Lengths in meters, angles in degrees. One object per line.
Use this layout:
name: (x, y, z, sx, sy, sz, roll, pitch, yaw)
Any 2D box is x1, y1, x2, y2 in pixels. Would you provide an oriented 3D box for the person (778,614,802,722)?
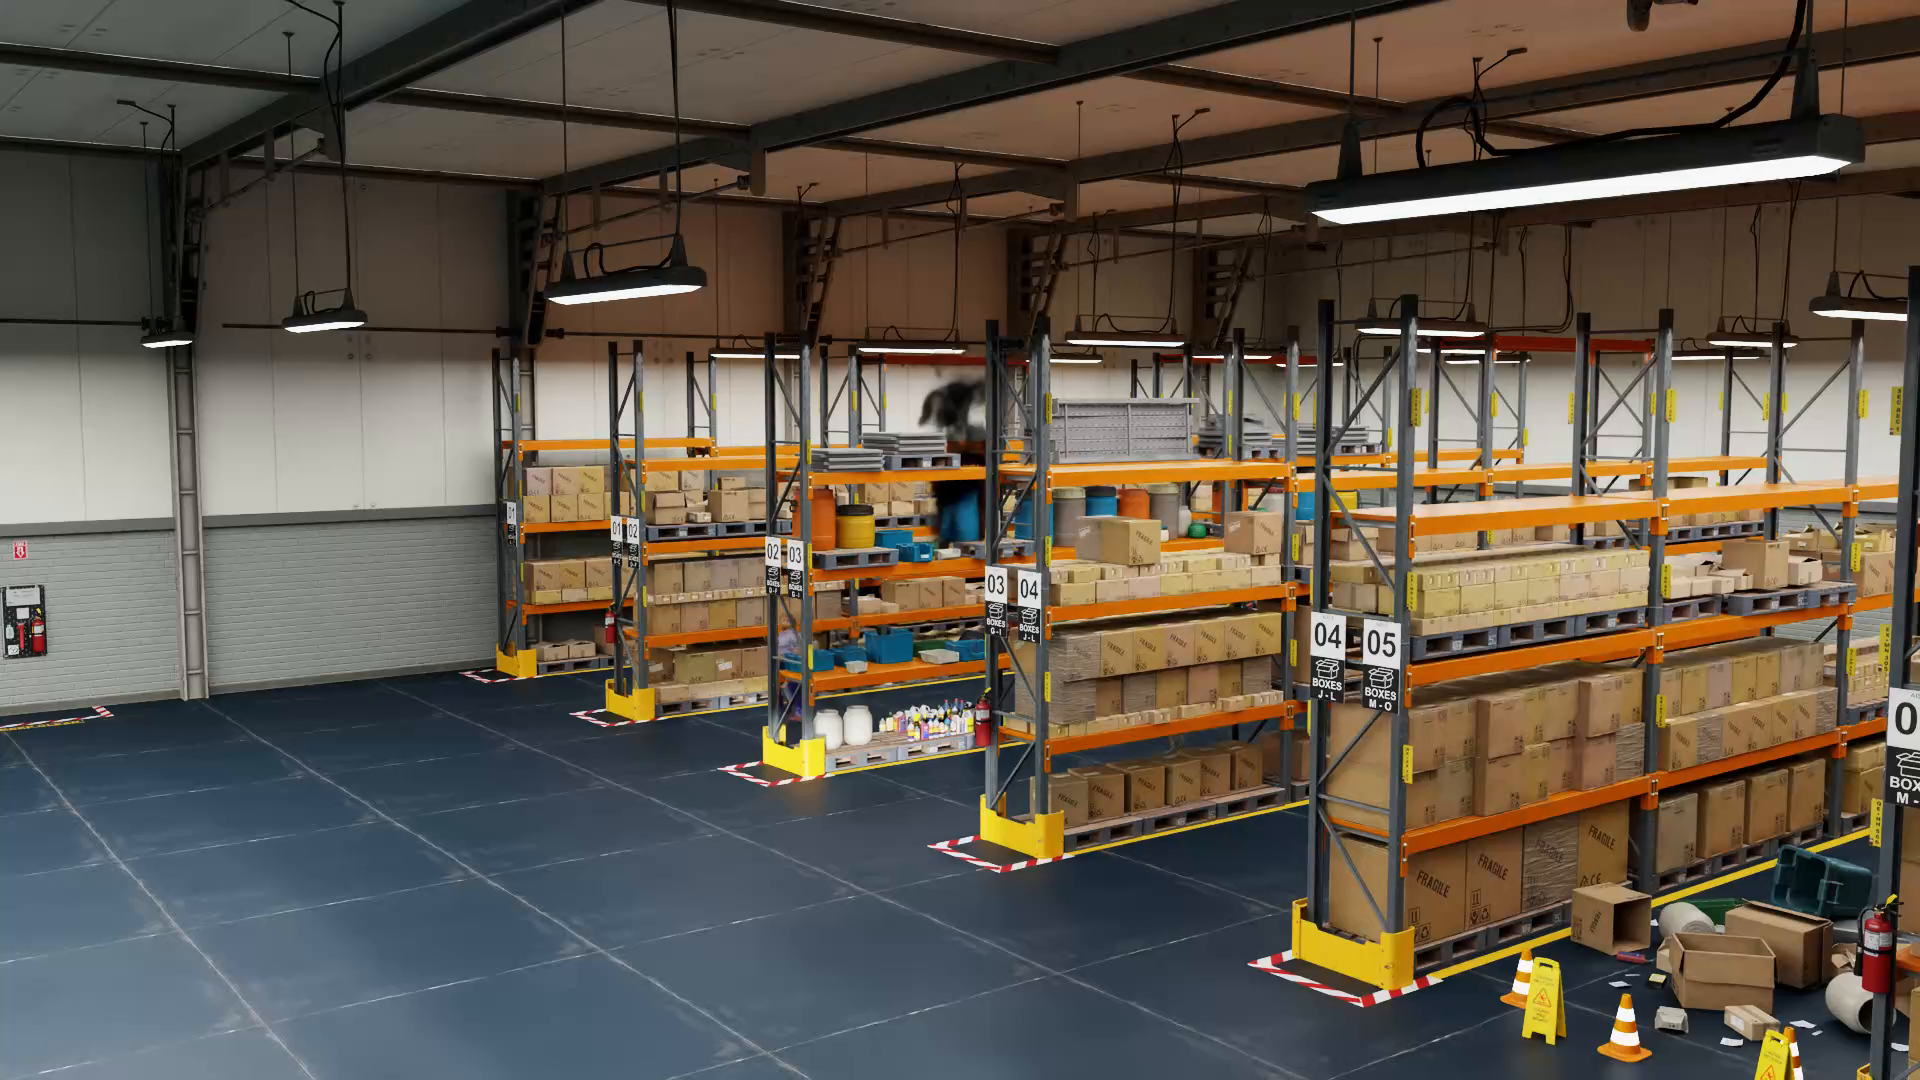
person: (-2.550, 1.948, 24.655, 0.643, 1.737, 0.597, -4, 7, -39)

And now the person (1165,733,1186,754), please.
person: (2.817, 2.118, 22.372, 0.576, 1.711, 0.591, -4, 7, -40)
